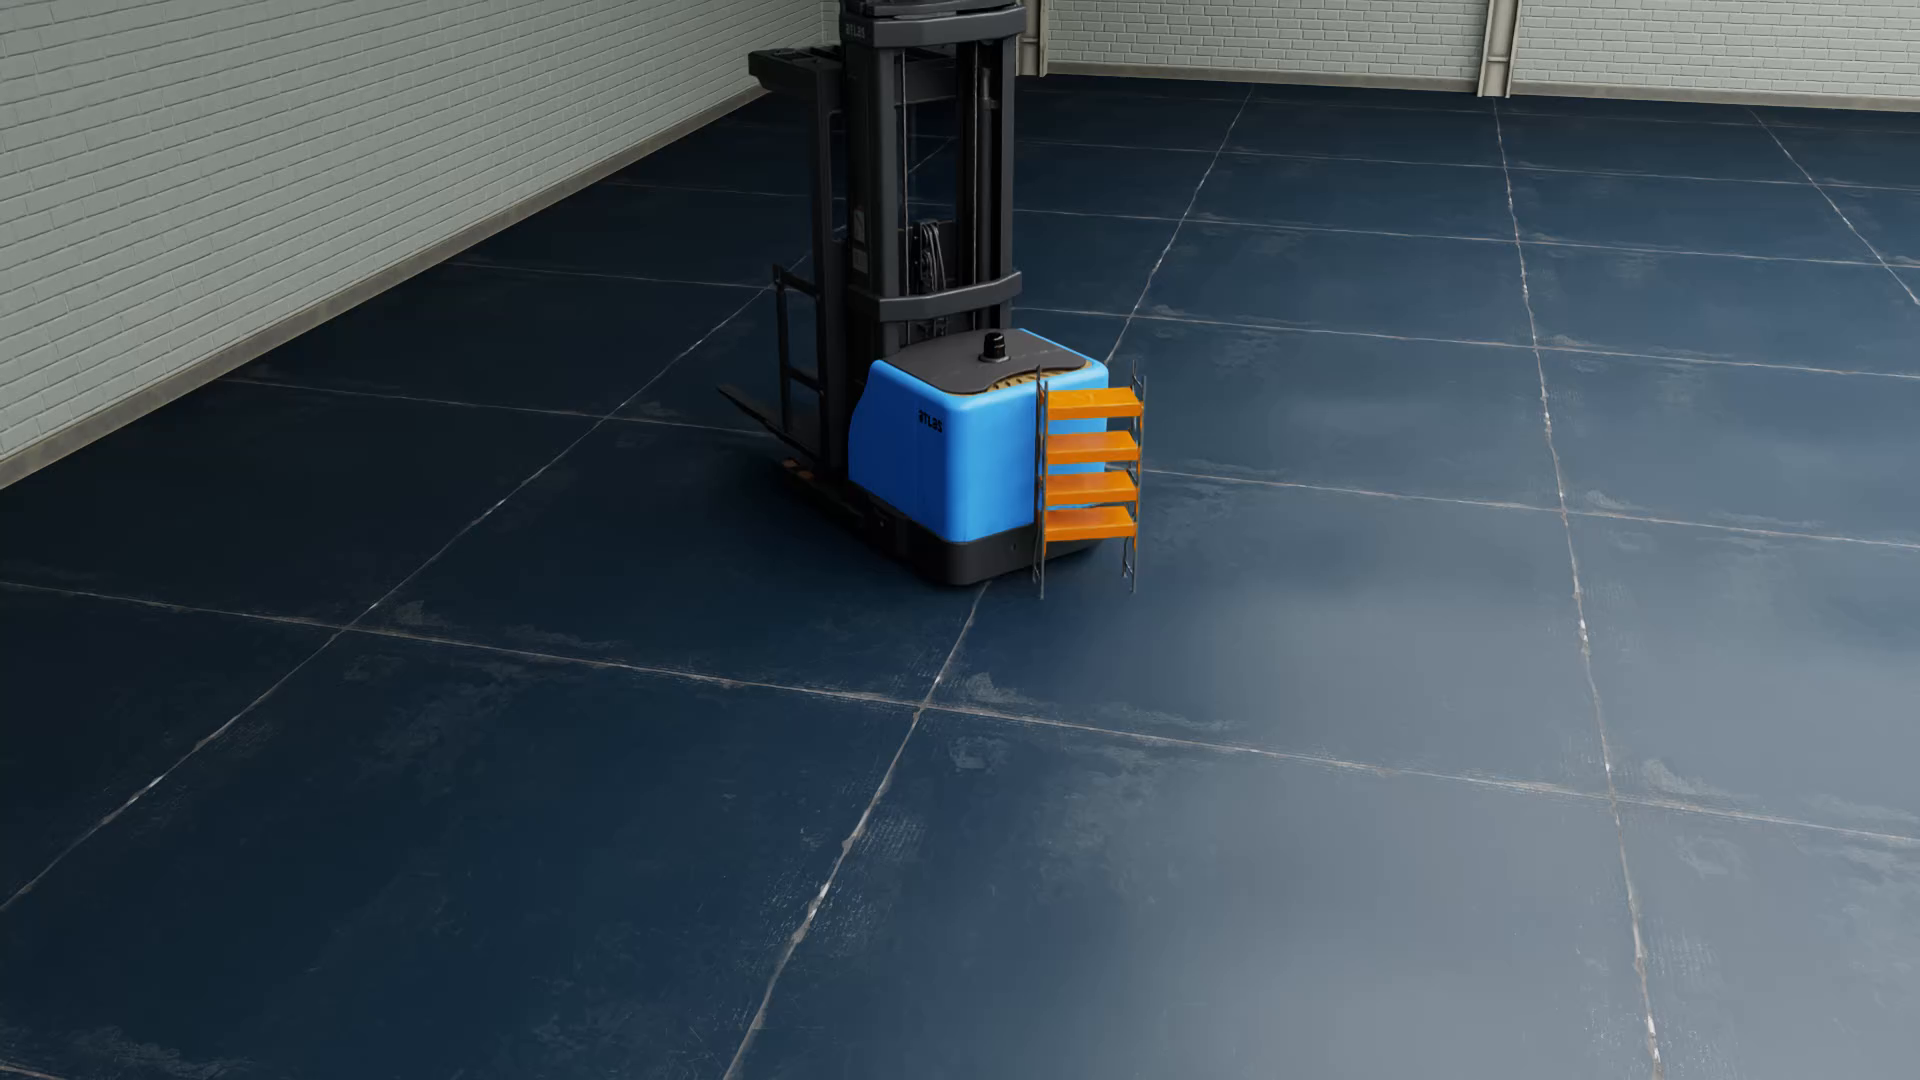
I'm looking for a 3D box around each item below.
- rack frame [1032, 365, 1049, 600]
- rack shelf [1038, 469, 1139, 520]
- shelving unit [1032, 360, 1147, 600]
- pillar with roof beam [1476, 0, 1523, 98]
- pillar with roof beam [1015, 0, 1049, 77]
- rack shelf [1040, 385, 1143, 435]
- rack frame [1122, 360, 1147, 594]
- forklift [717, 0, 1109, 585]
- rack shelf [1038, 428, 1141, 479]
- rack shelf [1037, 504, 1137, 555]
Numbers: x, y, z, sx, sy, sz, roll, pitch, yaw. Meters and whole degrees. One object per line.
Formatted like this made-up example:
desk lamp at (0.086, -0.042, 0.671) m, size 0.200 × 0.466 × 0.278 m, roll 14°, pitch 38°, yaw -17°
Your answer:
rack frame at (0.407, -0.282, 8.447) m, size 0.015 × 1.200 × 0.240 m, roll -3°, pitch 26°, yaw -7°
rack shelf at (0.649, -0.236, 8.507) m, size 0.480 × 0.148 × 0.258 m, roll -3°, pitch 26°, yaw -7°
shelving unit at (0.649, -0.297, 8.478) m, size 0.503 × 1.200 × 0.258 m, roll -3°, pitch 26°, yaw -7°
pillar with roof beam at (5.697, -7.923, 15.423) m, size 0.400 × 9.000 × 9.100 m, roll 6°, pitch 26°, yaw 13°
pillar with roof beam at (-0.114, -8.565, 16.772) m, size 0.400 × 9.000 × 9.100 m, roll 6°, pitch 26°, yaw 13°
rack shelf at (0.649, -0.652, 8.309) m, size 0.480 × 0.148 × 0.258 m, roll -3°, pitch 26°, yaw -7°
rack frame at (0.890, -0.312, 8.509) m, size 0.015 × 1.200 × 0.240 m, roll -3°, pitch 26°, yaw -7°
forklift at (-0.454, -1.670, 9.347) m, size 1.130 × 2.935 × 3.031 m, roll -16°, pitch 30°, yaw -31°
rack shelf at (0.649, -0.438, 8.411) m, size 0.480 × 0.148 × 0.258 m, roll -3°, pitch 26°, yaw -7°
rack shelf at (0.649, -0.057, 8.592) m, size 0.480 × 0.148 × 0.258 m, roll -3°, pitch 26°, yaw -7°
